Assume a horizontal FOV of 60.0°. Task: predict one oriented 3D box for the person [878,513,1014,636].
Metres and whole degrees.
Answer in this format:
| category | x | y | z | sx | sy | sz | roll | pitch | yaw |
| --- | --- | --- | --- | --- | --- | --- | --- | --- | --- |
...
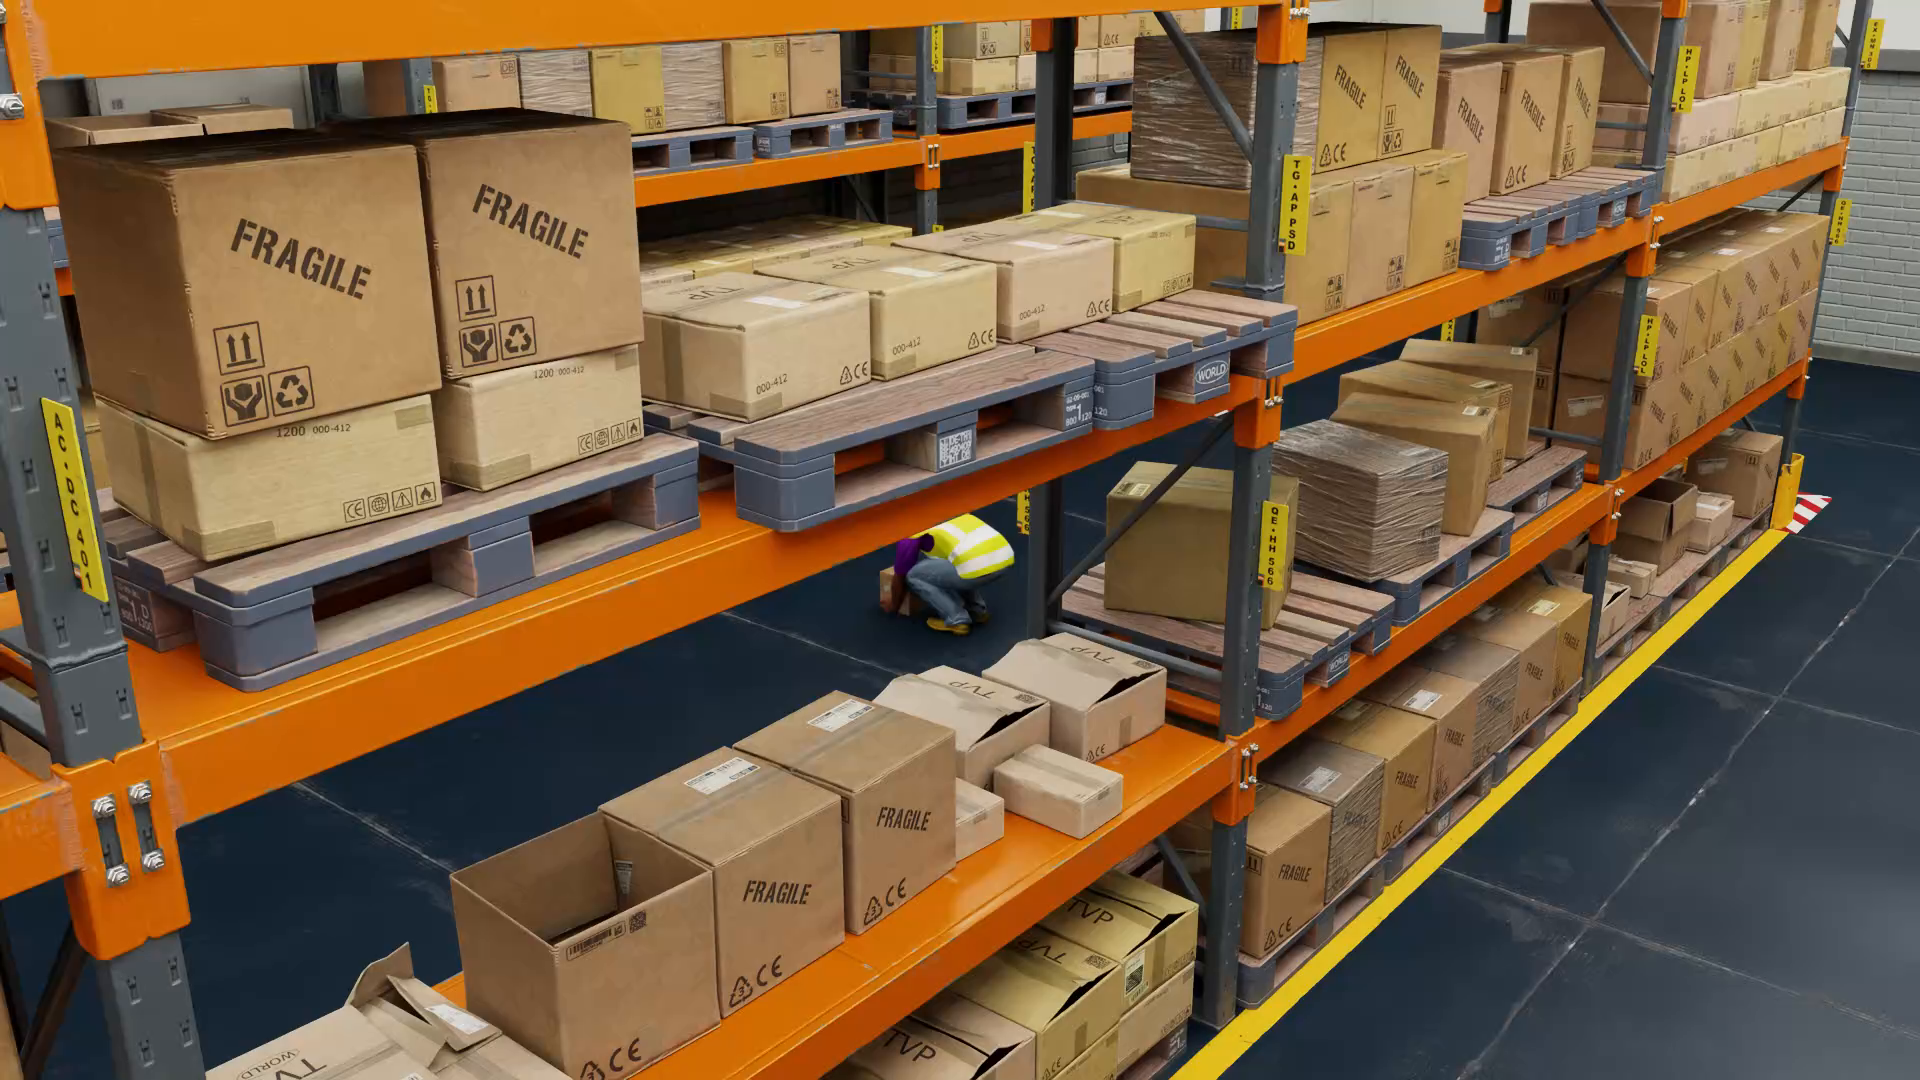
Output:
| category | x | y | z | sx | sy | sz | roll | pitch | yaw |
| --- | --- | --- | --- | --- | --- | --- | --- | --- | --- |
| person | -0.129 | 0.166 | 10.592 | 0.944 | 0.861 | 0.531 | 15 | 25 | 36 |
